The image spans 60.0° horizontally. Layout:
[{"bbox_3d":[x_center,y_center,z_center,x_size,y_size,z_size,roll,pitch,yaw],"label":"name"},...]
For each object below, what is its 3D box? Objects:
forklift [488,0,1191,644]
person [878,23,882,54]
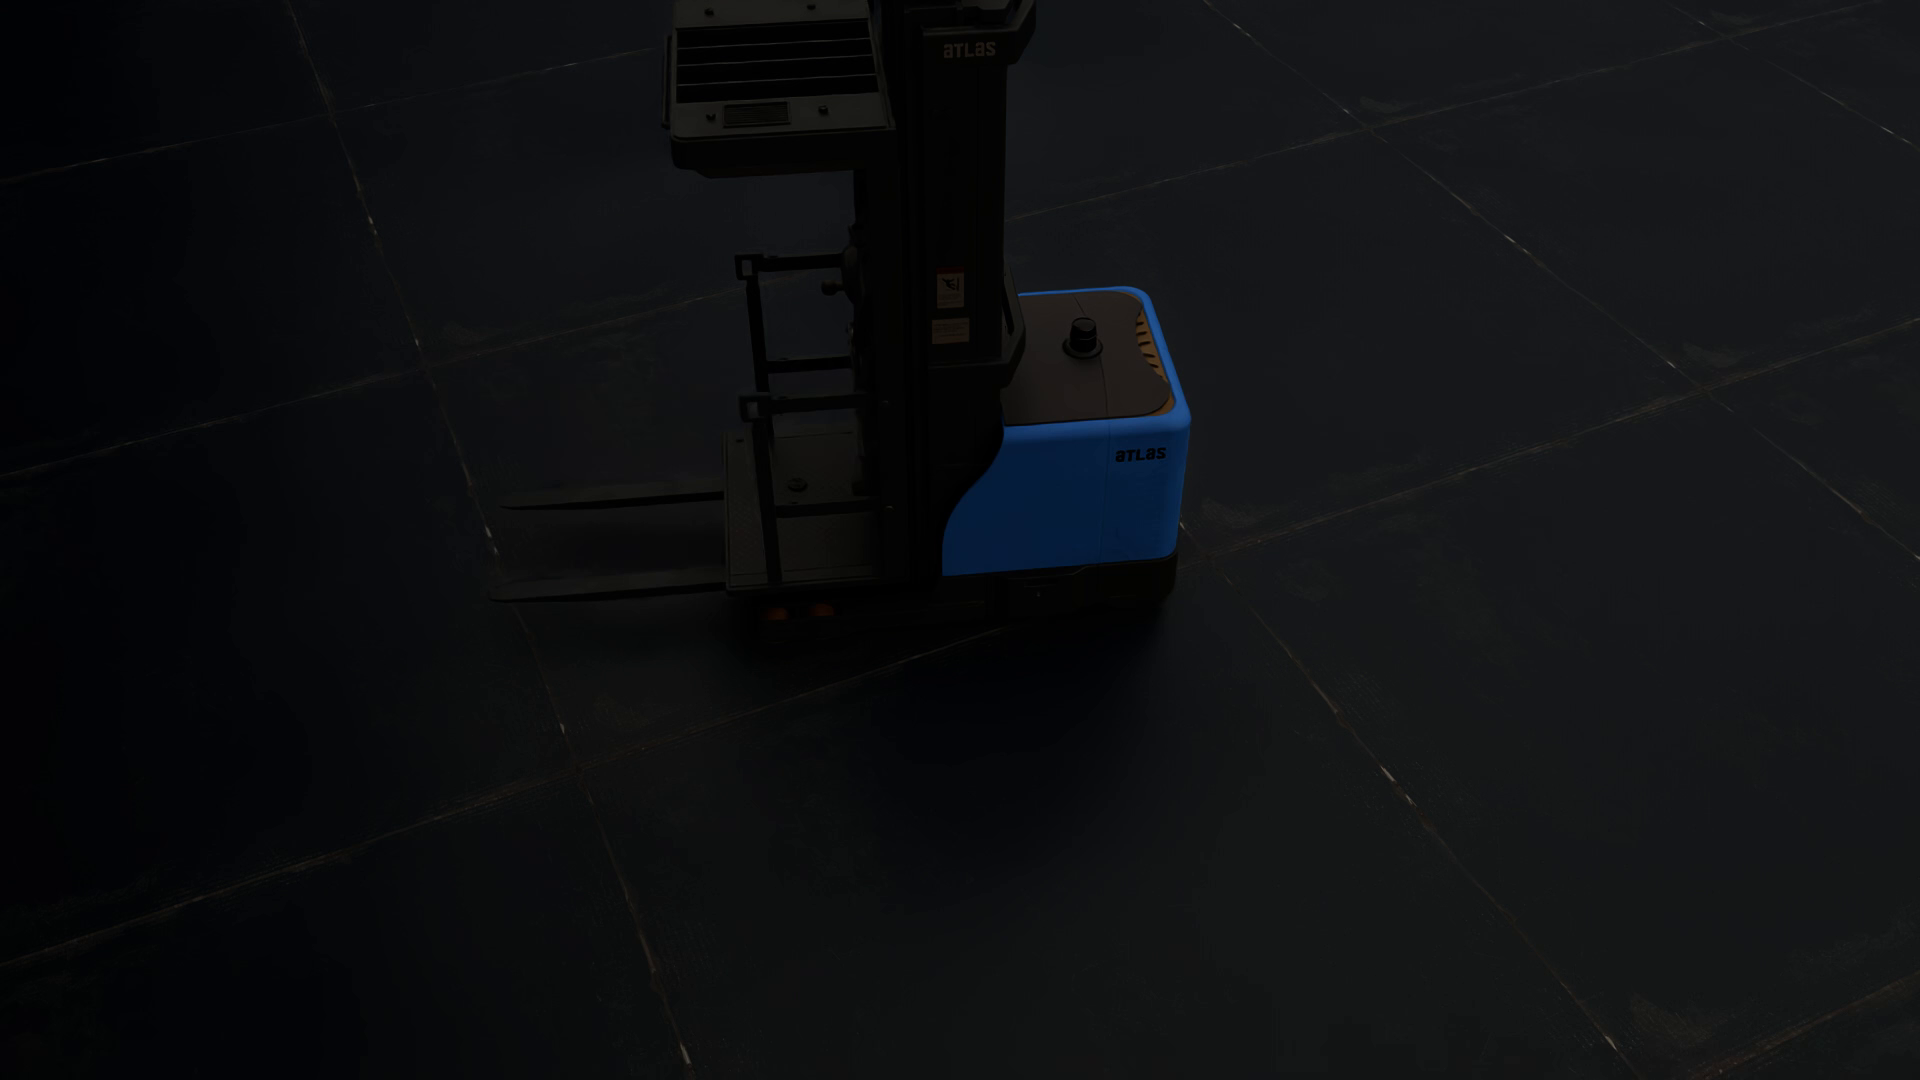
[{"bbox_3d":[-0.587,-0.997,6.748,3.031,2.935,1.130,-5,43,-5],"label":"forklift"},{"bbox_3d":[-0.214,-2.852,9.612,0.632,1.720,0.569,-18,46,-18],"label":"person"}]
